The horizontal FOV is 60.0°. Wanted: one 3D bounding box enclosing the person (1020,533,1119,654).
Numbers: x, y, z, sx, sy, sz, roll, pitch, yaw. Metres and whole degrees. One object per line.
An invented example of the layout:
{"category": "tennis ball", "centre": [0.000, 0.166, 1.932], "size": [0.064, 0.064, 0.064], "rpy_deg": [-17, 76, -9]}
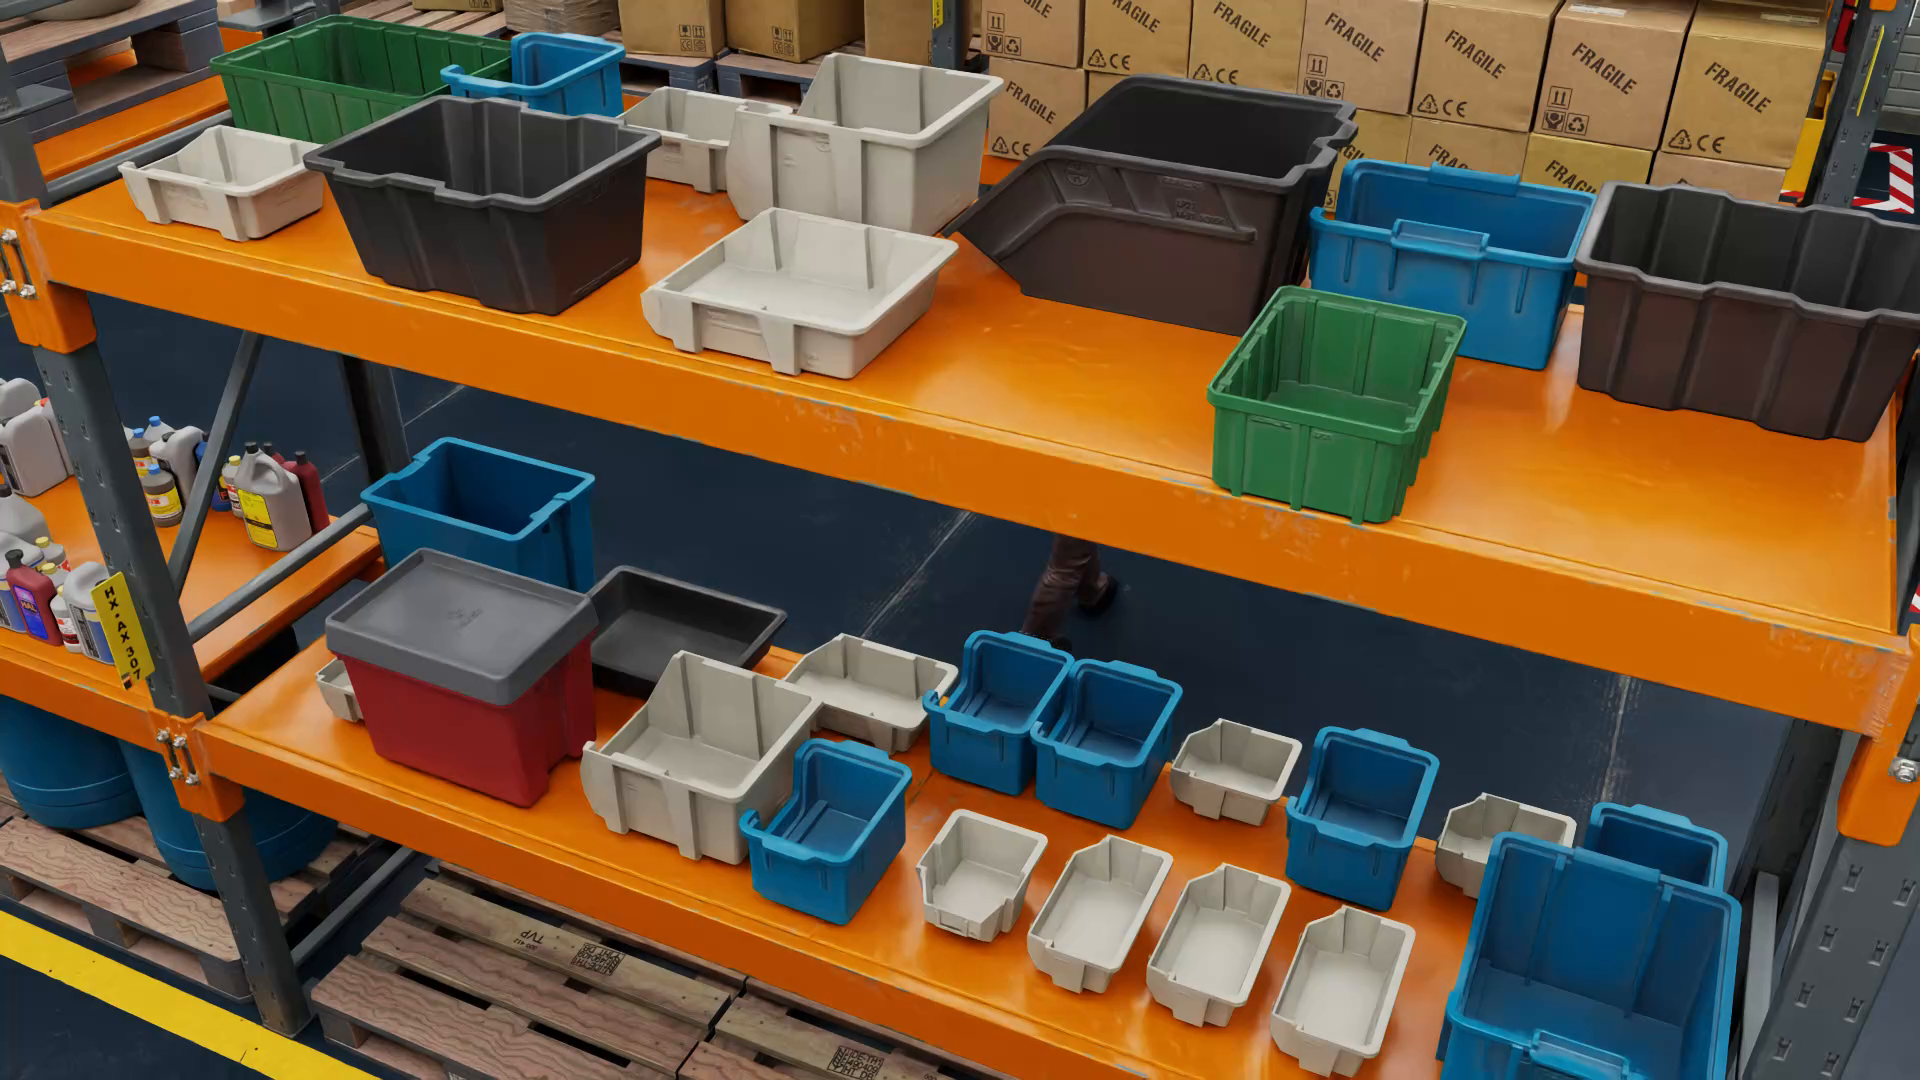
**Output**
{"category": "person", "centre": [0.524, -0.280, 6.580], "size": [0.827, 1.702, 0.559], "rpy_deg": [-28, 43, -35]}
